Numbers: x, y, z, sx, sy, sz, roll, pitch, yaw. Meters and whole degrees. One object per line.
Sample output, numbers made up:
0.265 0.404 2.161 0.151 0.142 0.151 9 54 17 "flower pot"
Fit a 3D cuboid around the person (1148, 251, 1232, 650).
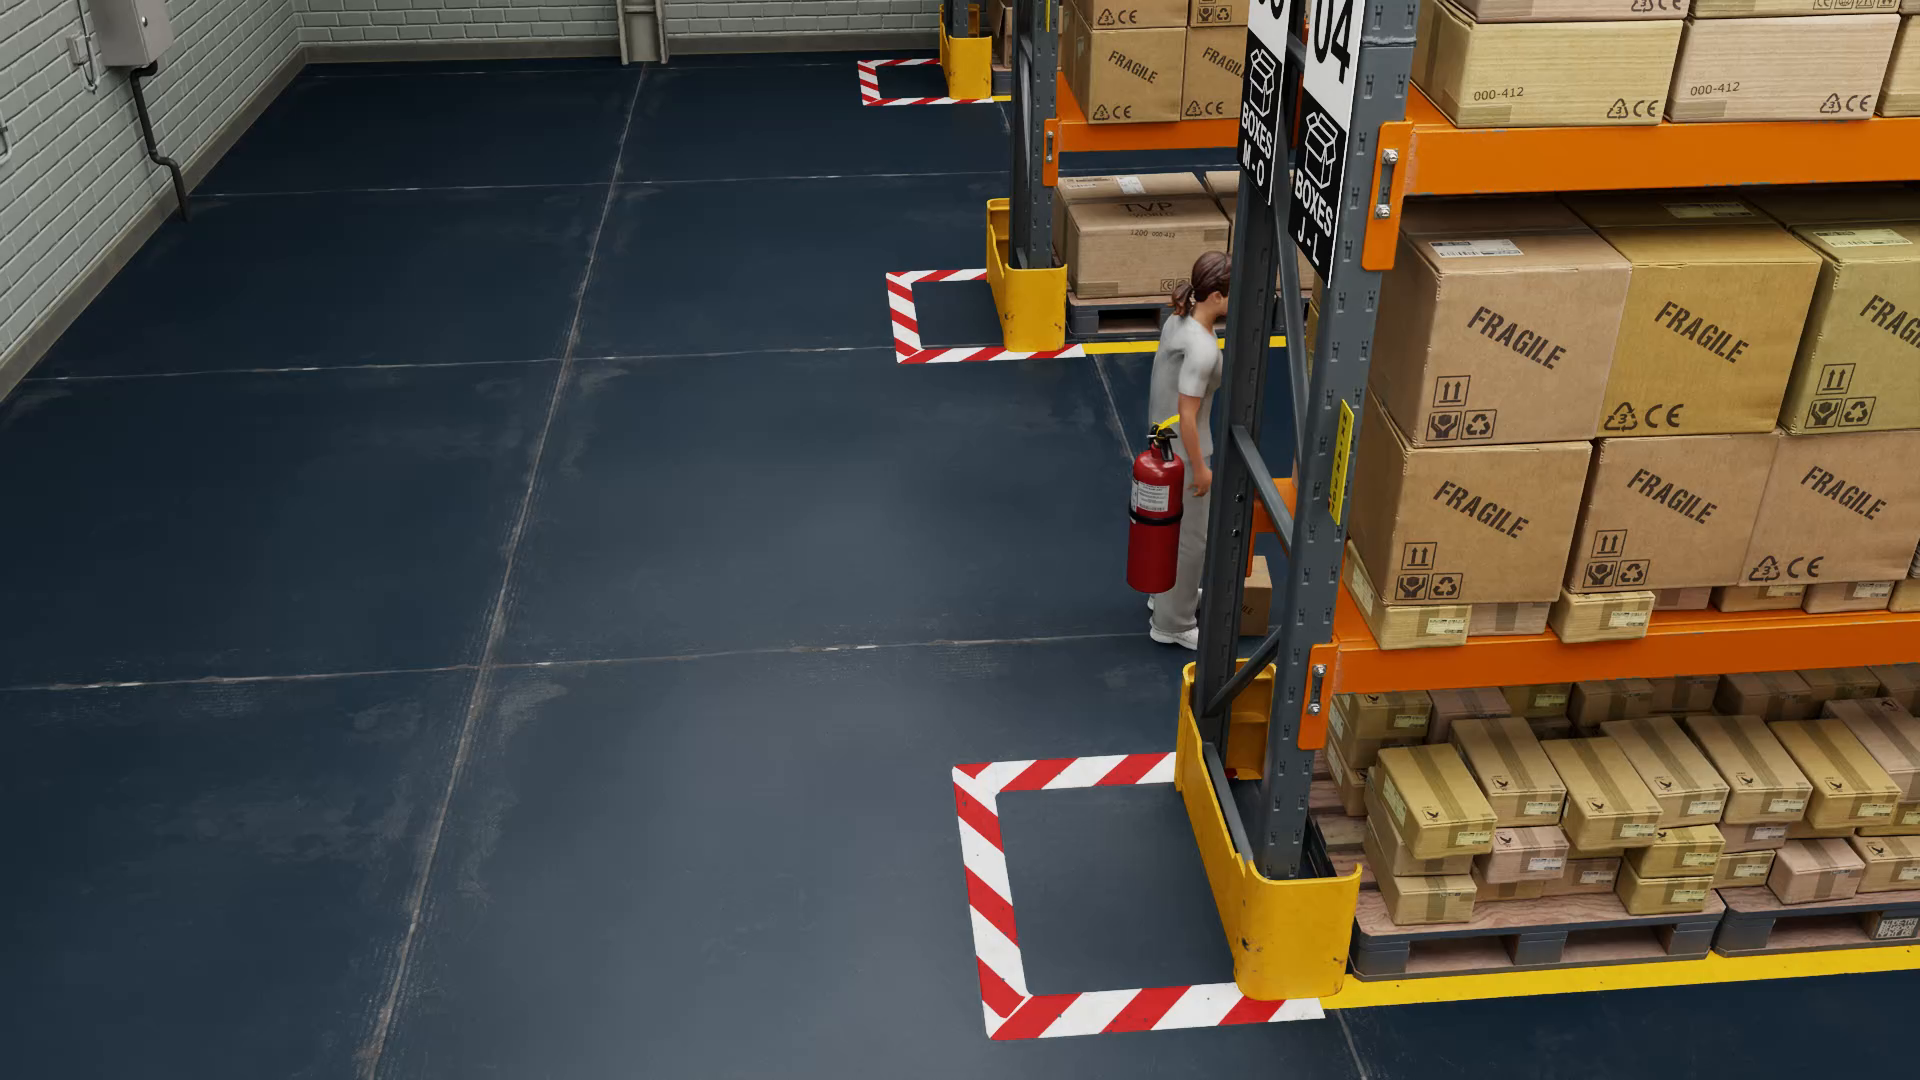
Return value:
0.938 -0.373 6.749 0.359 1.673 0.486 2 31 3 "person"
